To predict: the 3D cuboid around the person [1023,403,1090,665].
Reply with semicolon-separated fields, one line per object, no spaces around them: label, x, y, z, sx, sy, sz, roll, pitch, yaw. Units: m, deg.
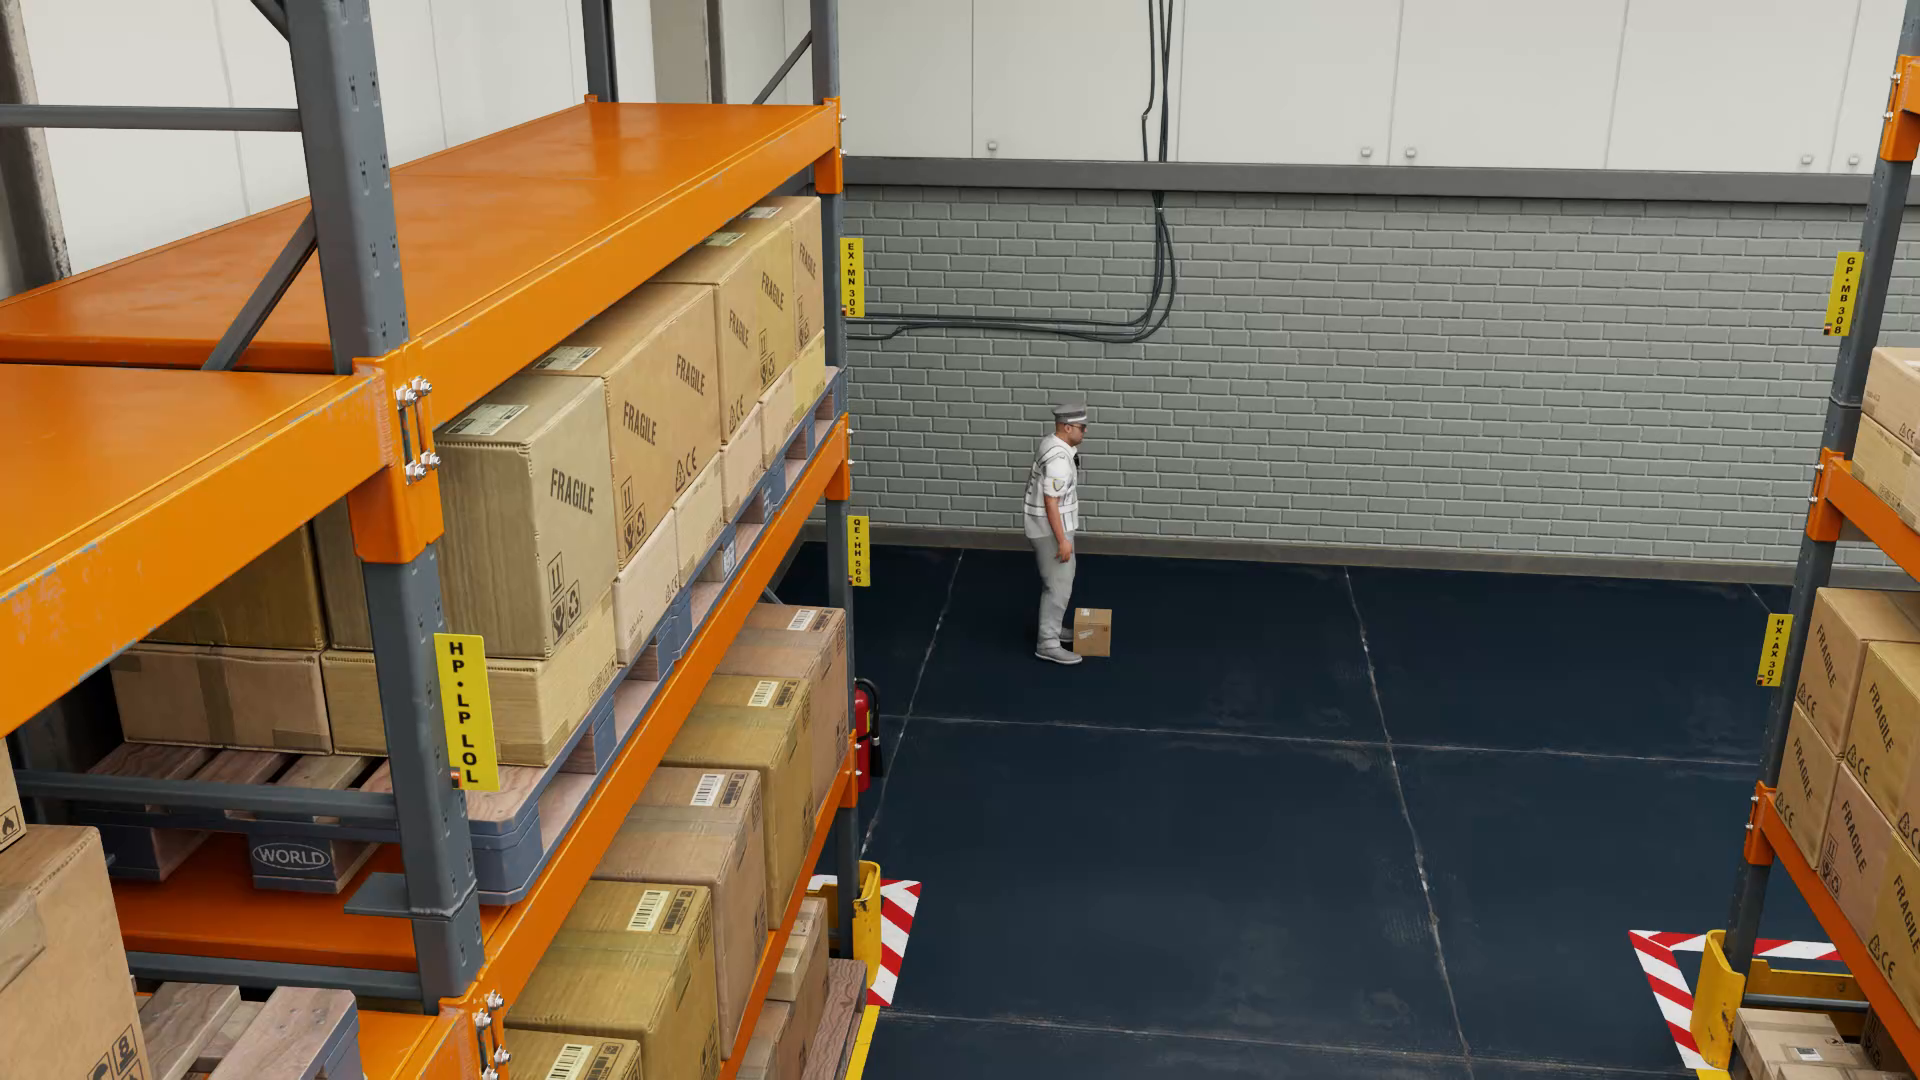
person;0.645;-0.072;11.262;0.433;1.746;0.600;2;21;4
